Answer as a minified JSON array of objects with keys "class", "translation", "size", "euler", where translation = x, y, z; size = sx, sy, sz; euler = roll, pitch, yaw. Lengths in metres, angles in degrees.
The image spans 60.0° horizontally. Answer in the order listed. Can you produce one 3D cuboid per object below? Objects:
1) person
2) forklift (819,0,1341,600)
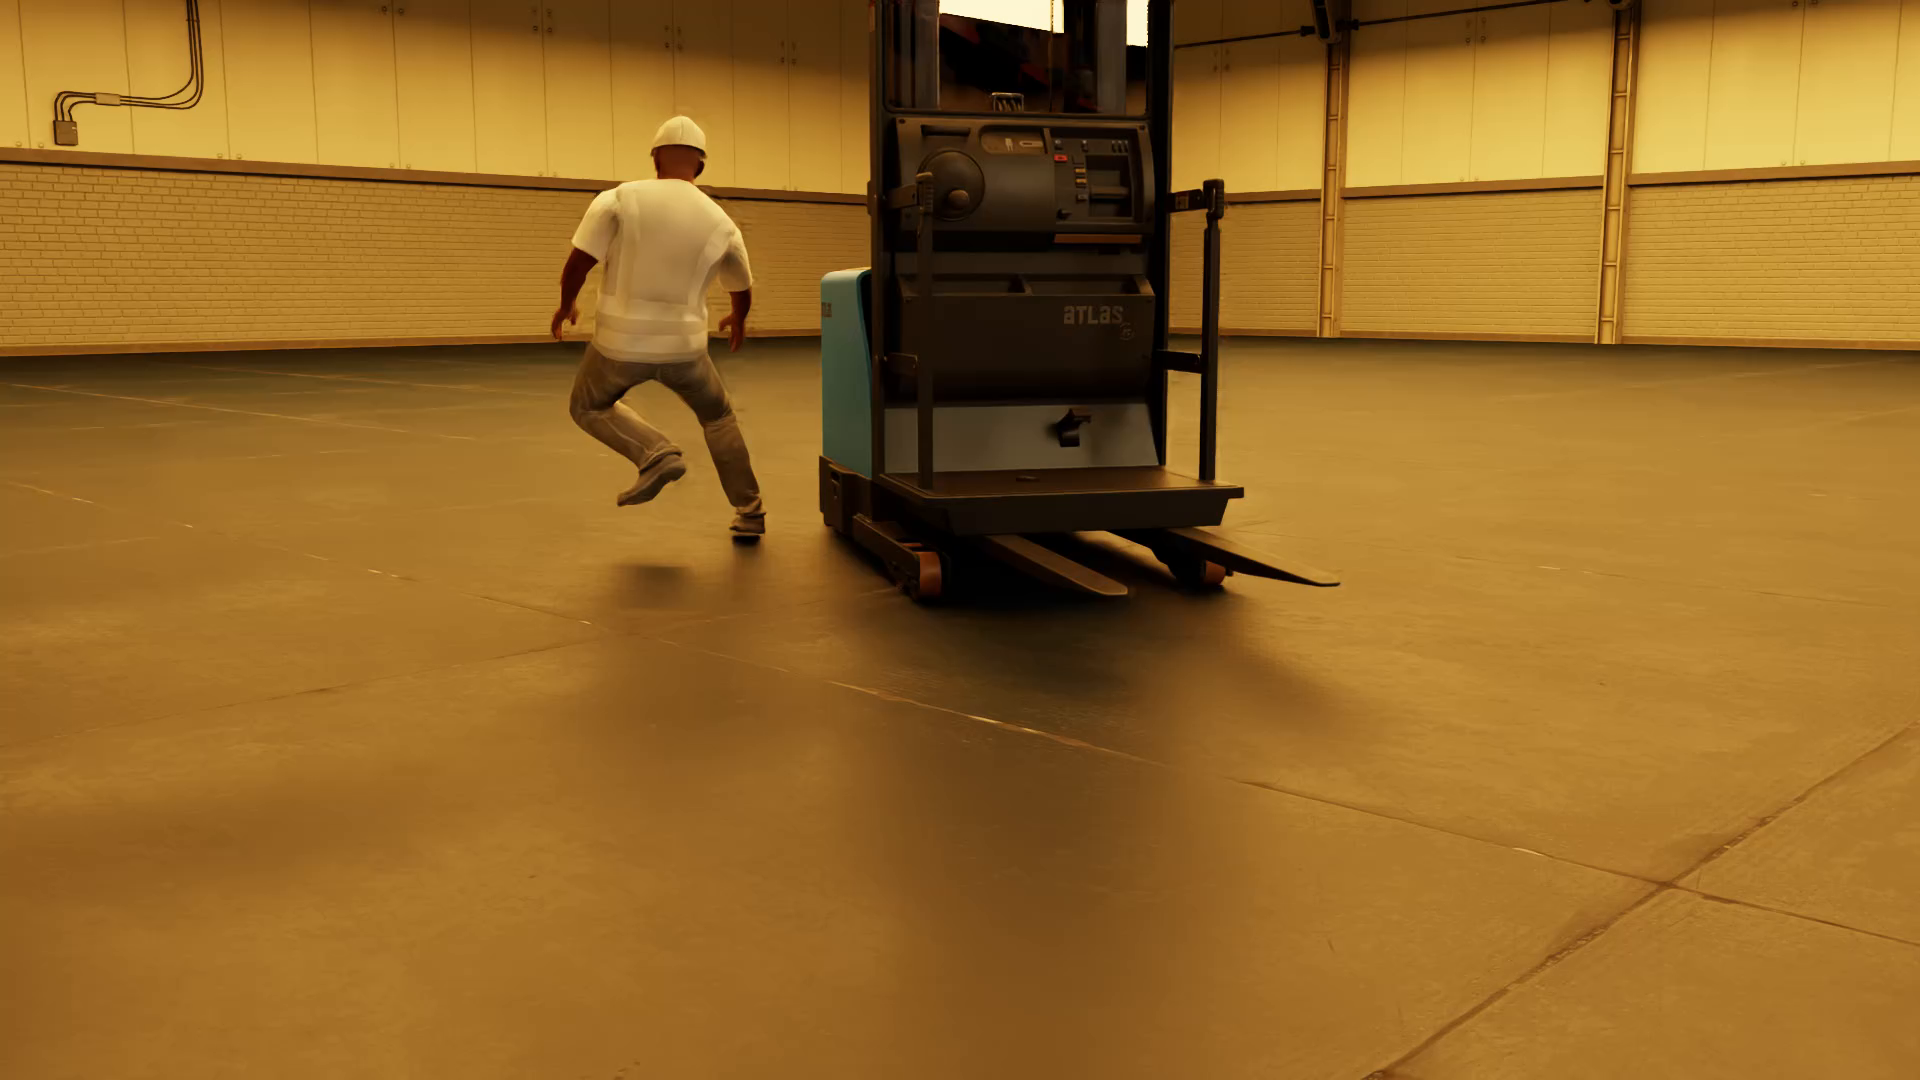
[{"class":"person","translation":[-1.158,-0.796,6.444],"size":[0.822,1.624,0.713],"euler":[-3,9,-20]},{"class":"forklift","translation":[0.292,-1.316,5.616],"size":[1.130,2.935,3.031],"euler":[-2,9,-15]}]
